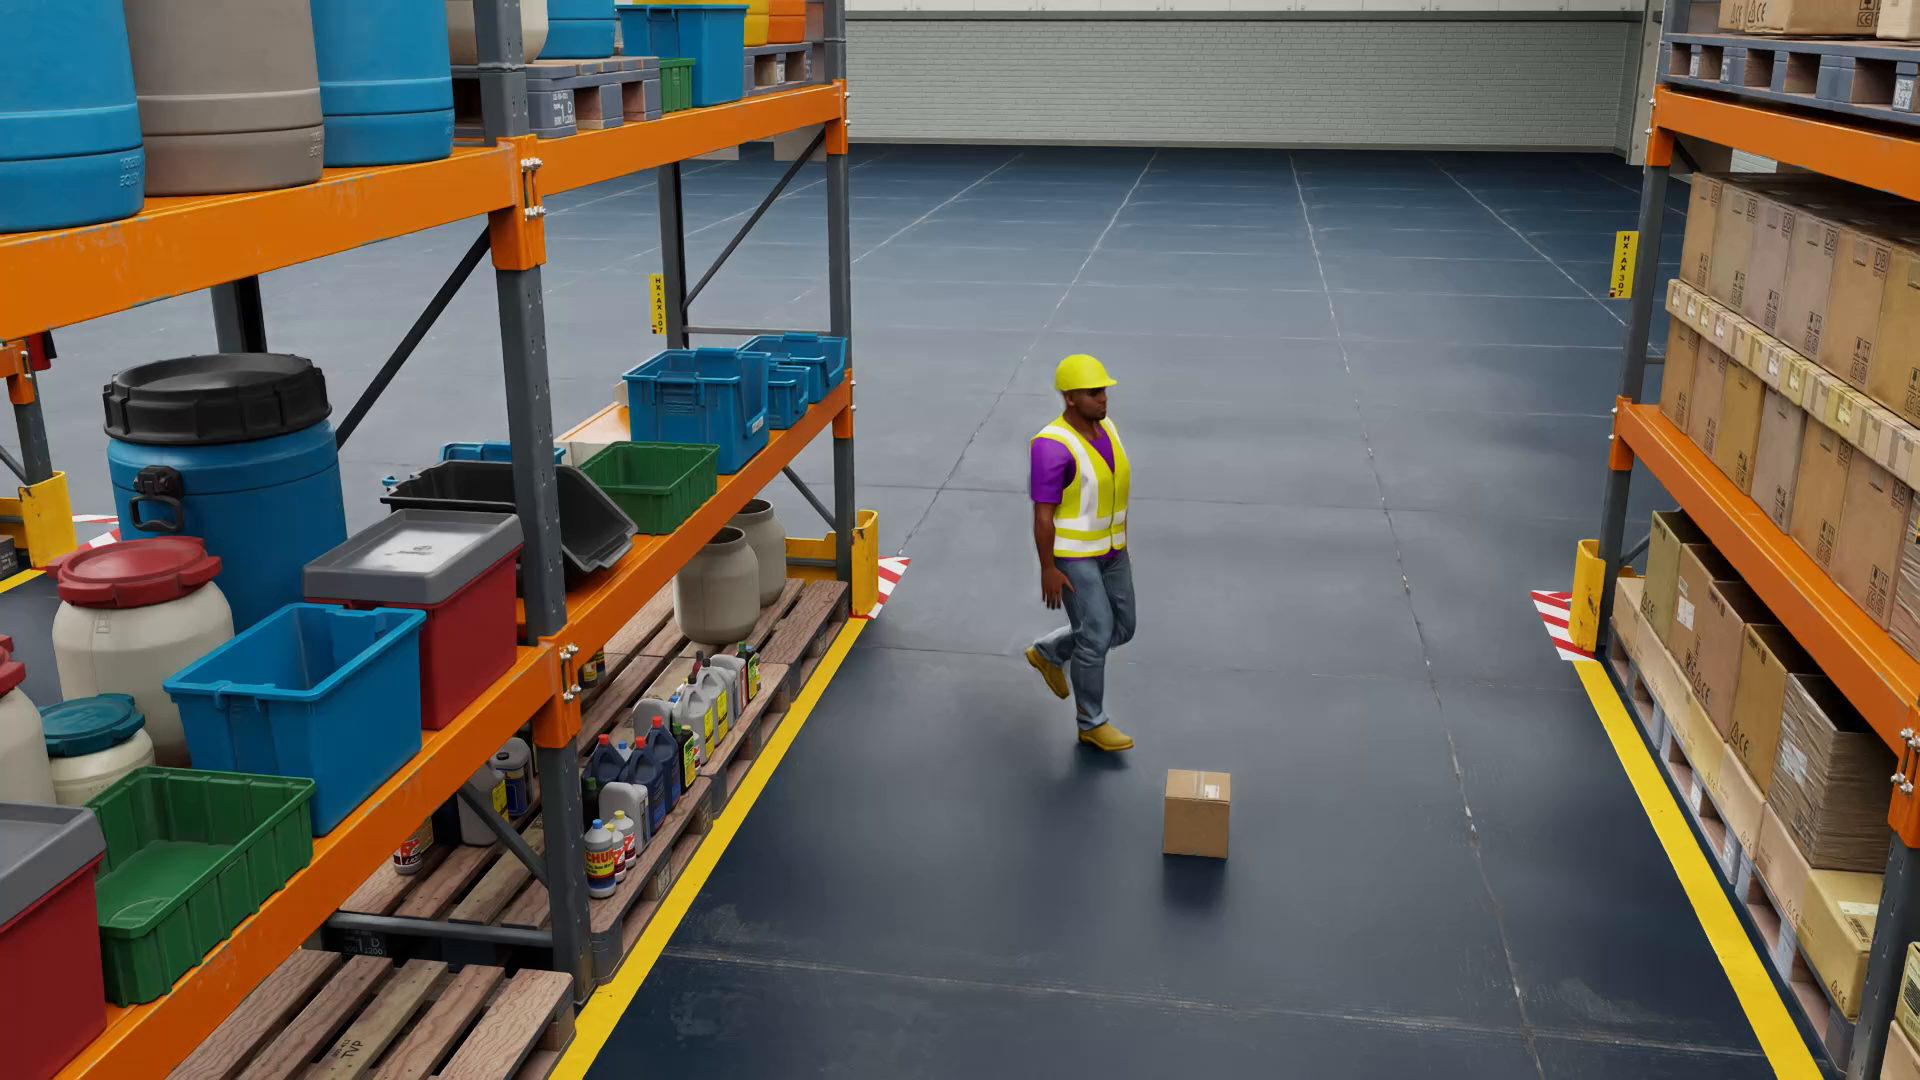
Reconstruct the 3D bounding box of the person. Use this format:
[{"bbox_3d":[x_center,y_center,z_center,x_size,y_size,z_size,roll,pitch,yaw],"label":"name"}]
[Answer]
[{"bbox_3d":[0.525,0.044,7.339,0.689,1.754,0.583,14,22,36],"label":"person"}]
